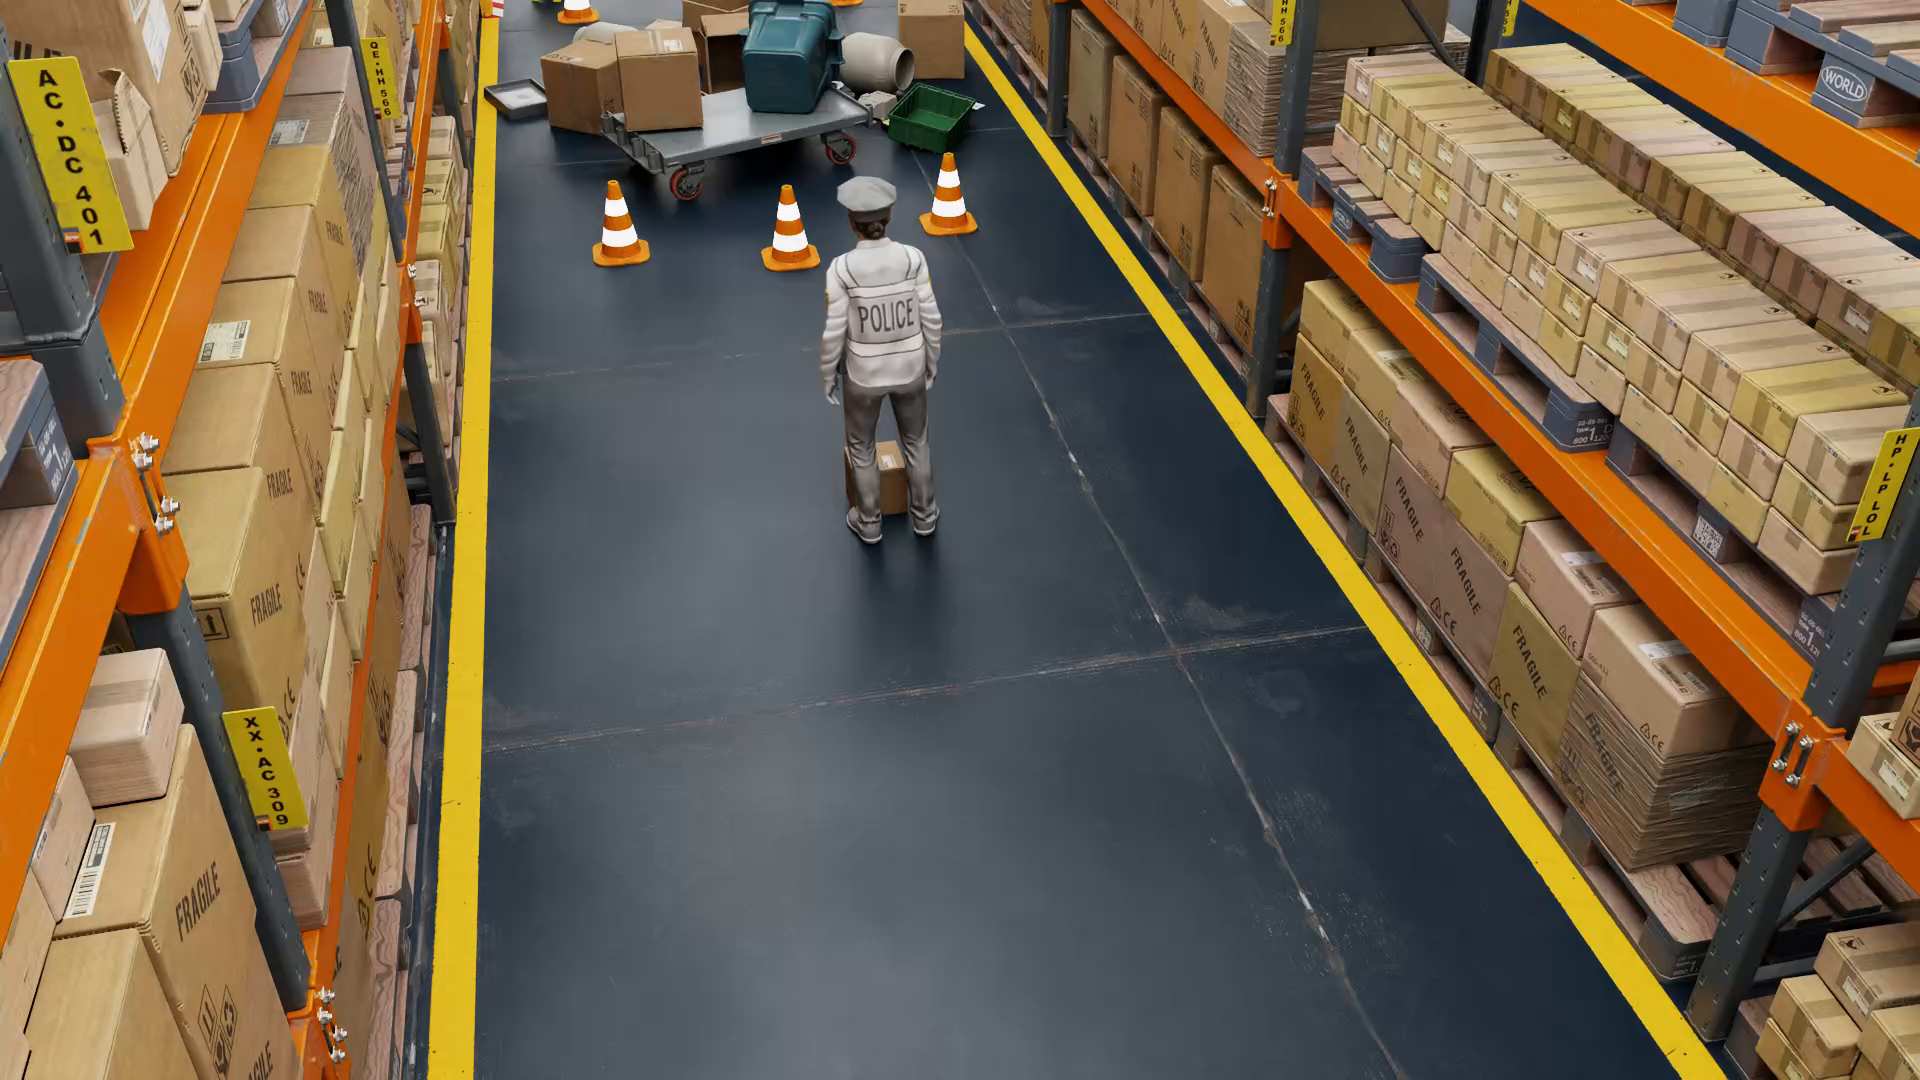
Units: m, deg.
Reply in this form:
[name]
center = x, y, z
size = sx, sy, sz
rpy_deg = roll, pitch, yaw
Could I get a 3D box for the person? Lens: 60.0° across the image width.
[person]
center = -0.332, -0.732, 7.204
size = 0.529, 1.662, 0.376
rpy_deg = -9, 36, -13
